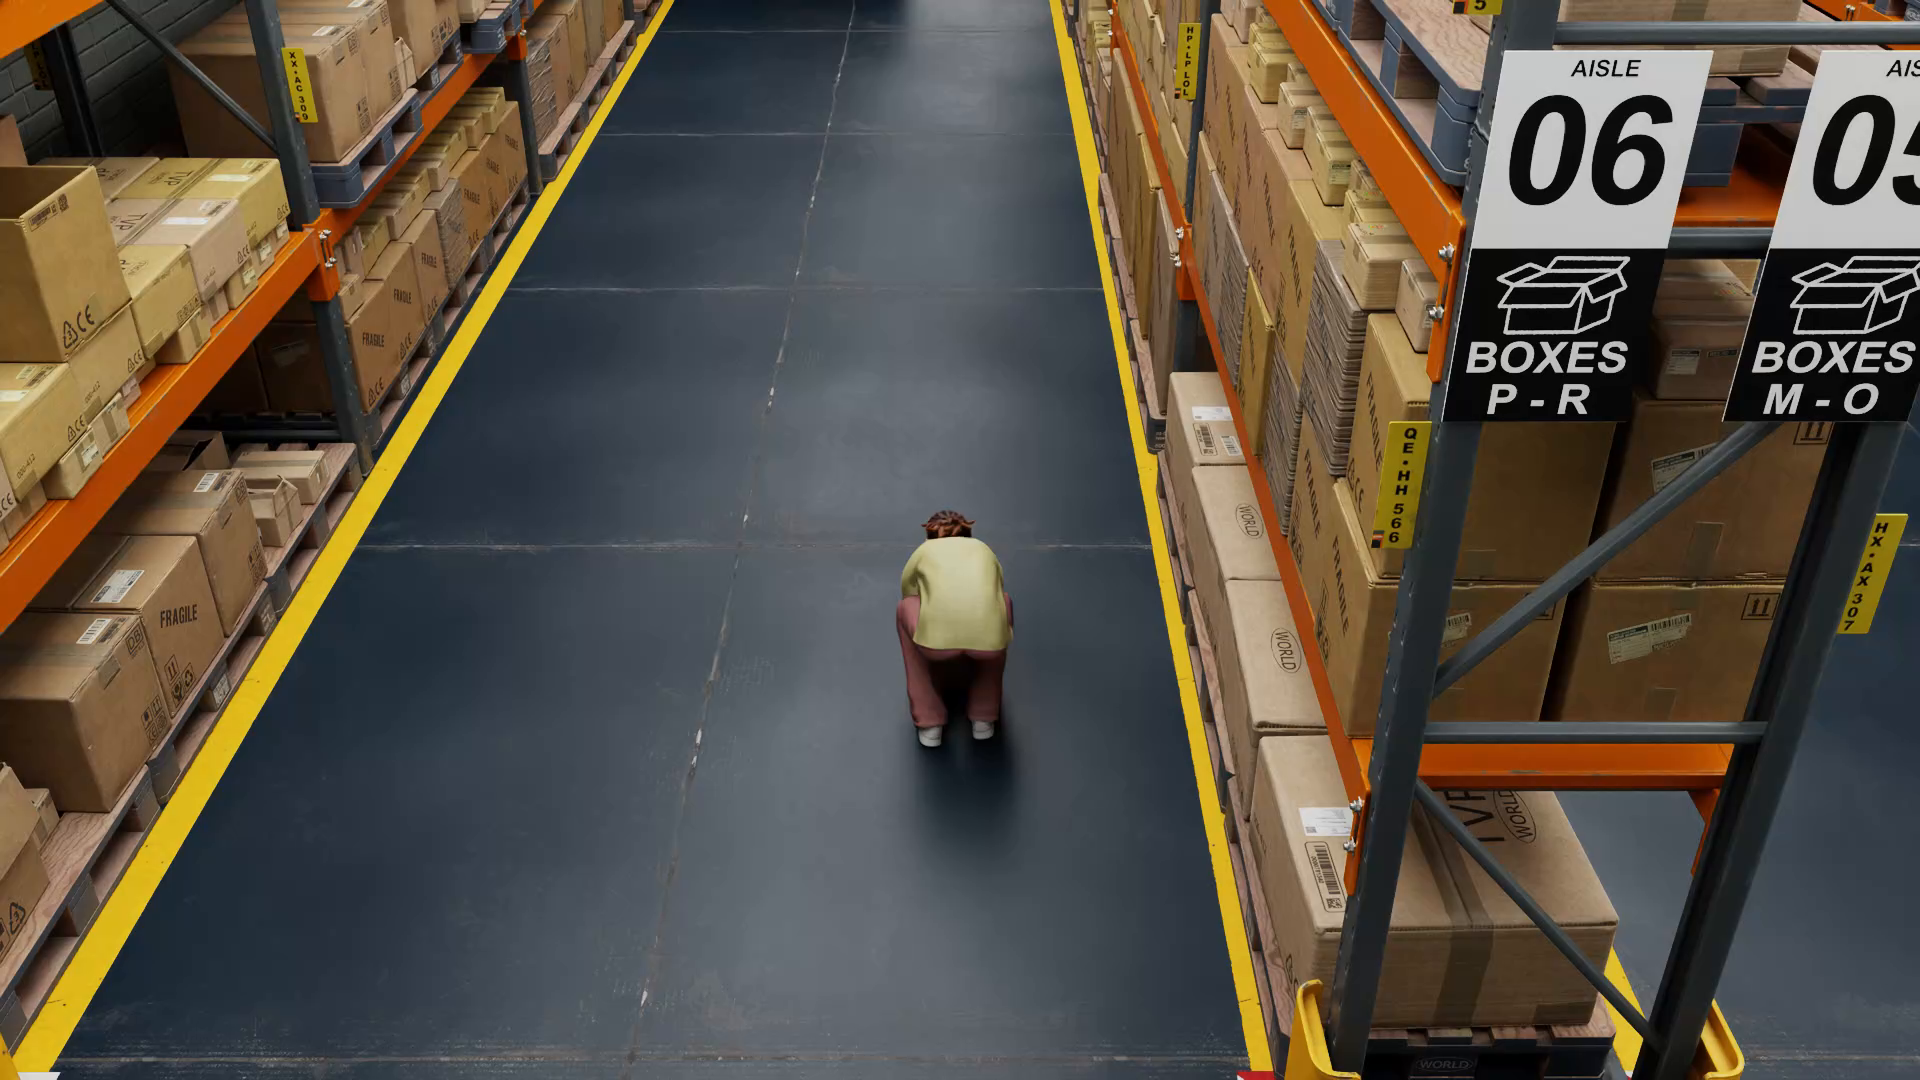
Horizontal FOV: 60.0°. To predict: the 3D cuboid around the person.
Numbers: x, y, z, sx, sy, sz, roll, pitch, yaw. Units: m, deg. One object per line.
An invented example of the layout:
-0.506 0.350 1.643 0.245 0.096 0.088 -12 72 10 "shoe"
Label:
-0.018 0.340 6.474 0.460 0.773 0.866 -1 32 -2 "person"
